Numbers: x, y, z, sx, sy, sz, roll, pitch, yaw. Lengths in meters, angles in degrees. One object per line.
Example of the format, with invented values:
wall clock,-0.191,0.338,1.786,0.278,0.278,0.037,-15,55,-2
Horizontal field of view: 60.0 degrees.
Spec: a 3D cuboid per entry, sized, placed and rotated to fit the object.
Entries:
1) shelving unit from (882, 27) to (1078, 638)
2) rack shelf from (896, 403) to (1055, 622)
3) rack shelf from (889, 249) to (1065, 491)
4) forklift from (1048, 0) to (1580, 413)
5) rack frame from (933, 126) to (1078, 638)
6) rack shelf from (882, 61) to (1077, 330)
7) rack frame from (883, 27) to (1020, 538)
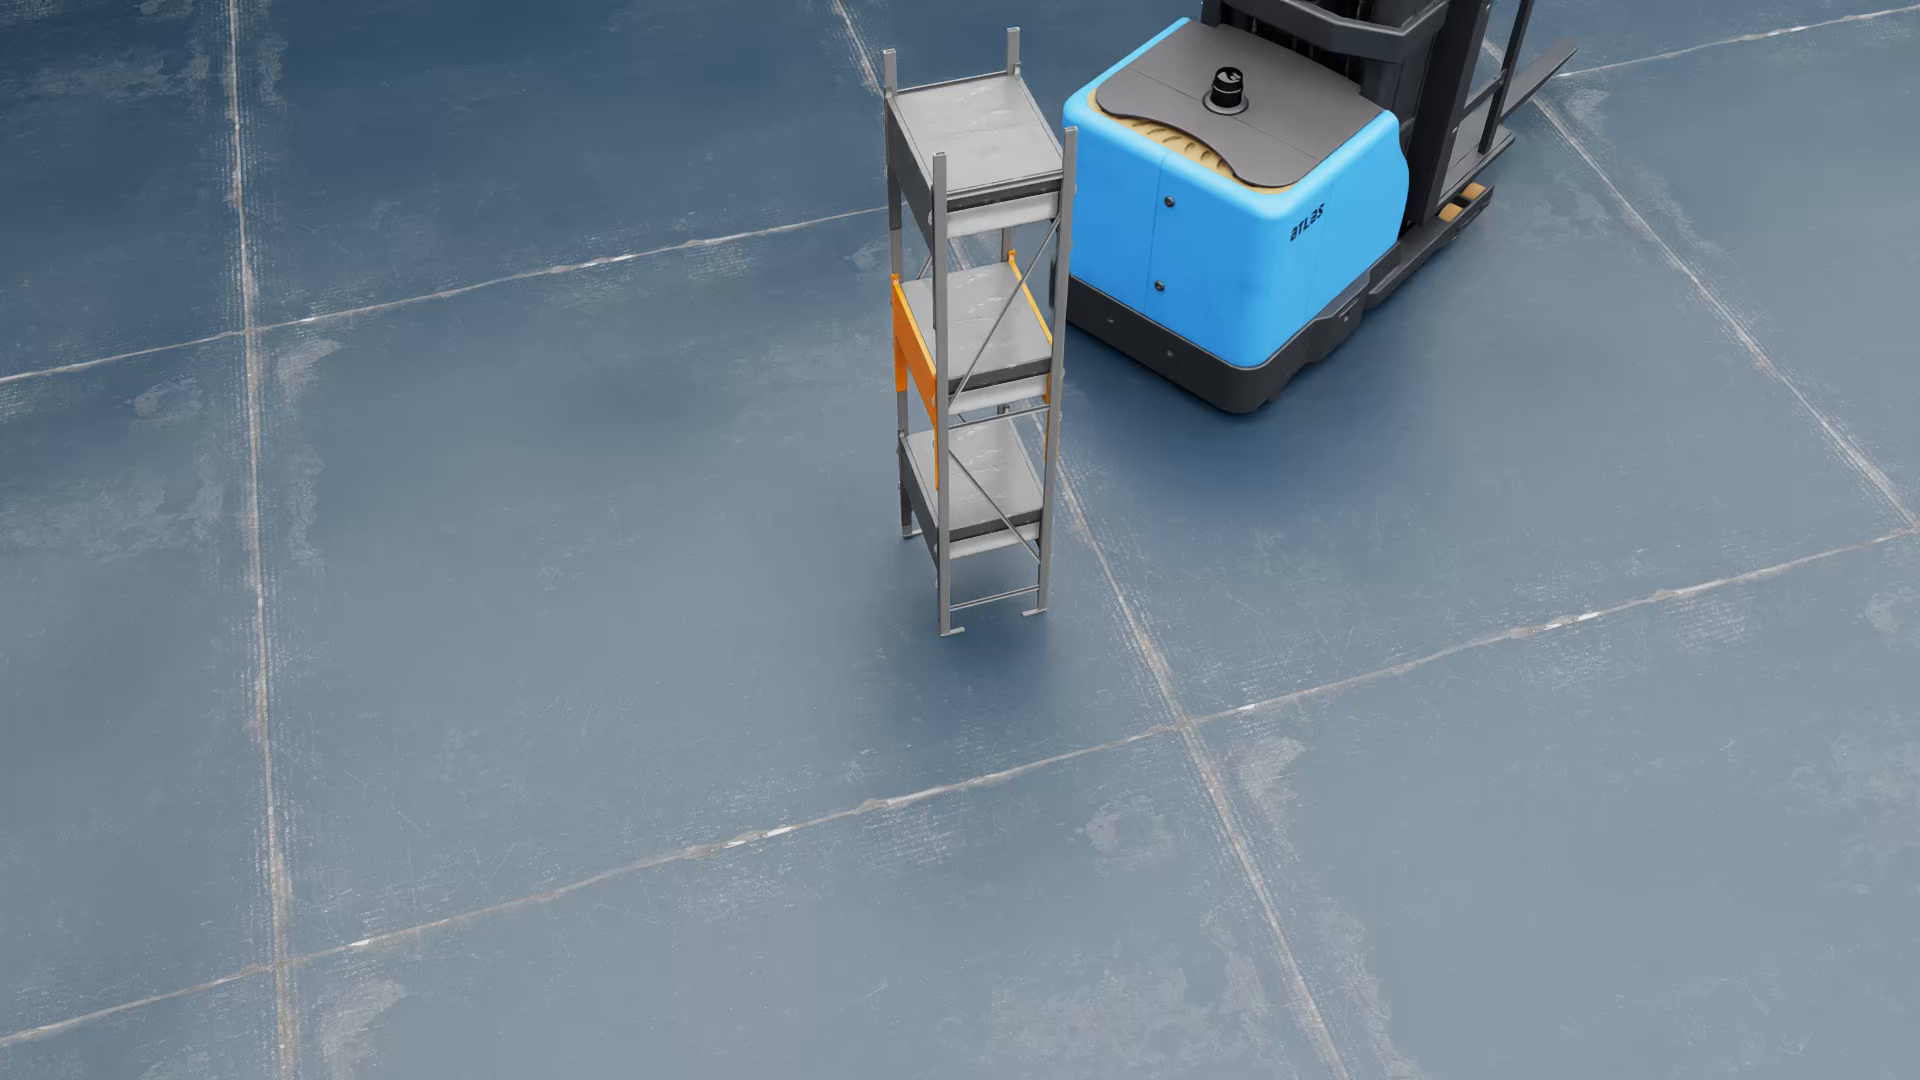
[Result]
shelving unit,0.049,-0.556,5.345,0.431,2.100,0.503,-13,51,-11
rack shelf,0.049,-0.096,5.891,0.431,0.518,0.480,-13,51,-11
rack shelf,0.049,-0.547,5.356,0.431,0.518,0.480,-13,51,-11
forklift,1.724,-2.497,6.438,1.130,2.935,3.031,34,58,25
rack frame,0.121,-0.378,5.195,0.400,2.100,0.015,-13,51,-11
rack shelf,0.049,-0.998,4.821,0.431,0.518,0.480,-13,51,-11
rack frame,-0.023,-0.734,5.496,0.400,2.100,0.015,-13,51,-11
